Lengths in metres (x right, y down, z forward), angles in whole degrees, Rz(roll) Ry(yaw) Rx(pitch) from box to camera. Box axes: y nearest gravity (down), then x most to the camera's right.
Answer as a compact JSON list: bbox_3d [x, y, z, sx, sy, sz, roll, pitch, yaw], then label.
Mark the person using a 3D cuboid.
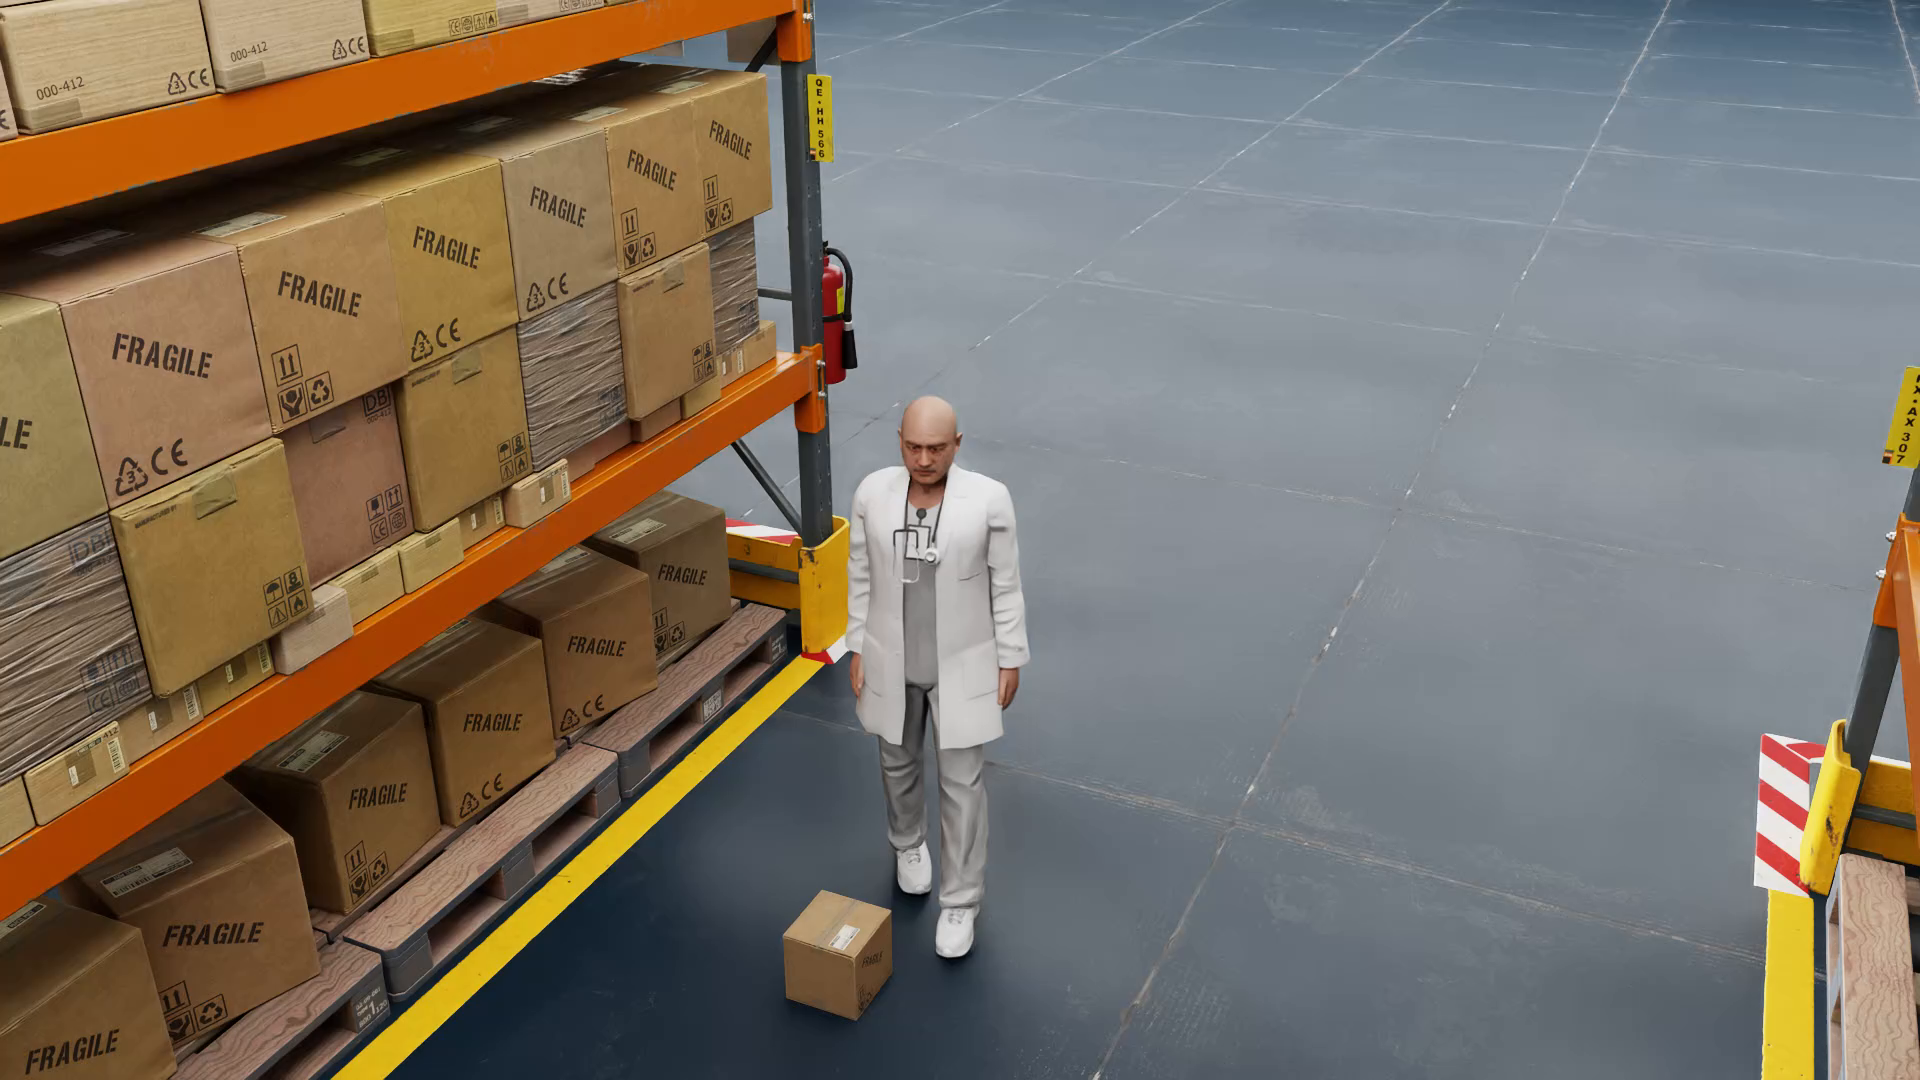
[{"bbox_3d":[-0.096,0.419,5.252,0.608,1.778,0.663,5,26,11],"label":"person"}]
